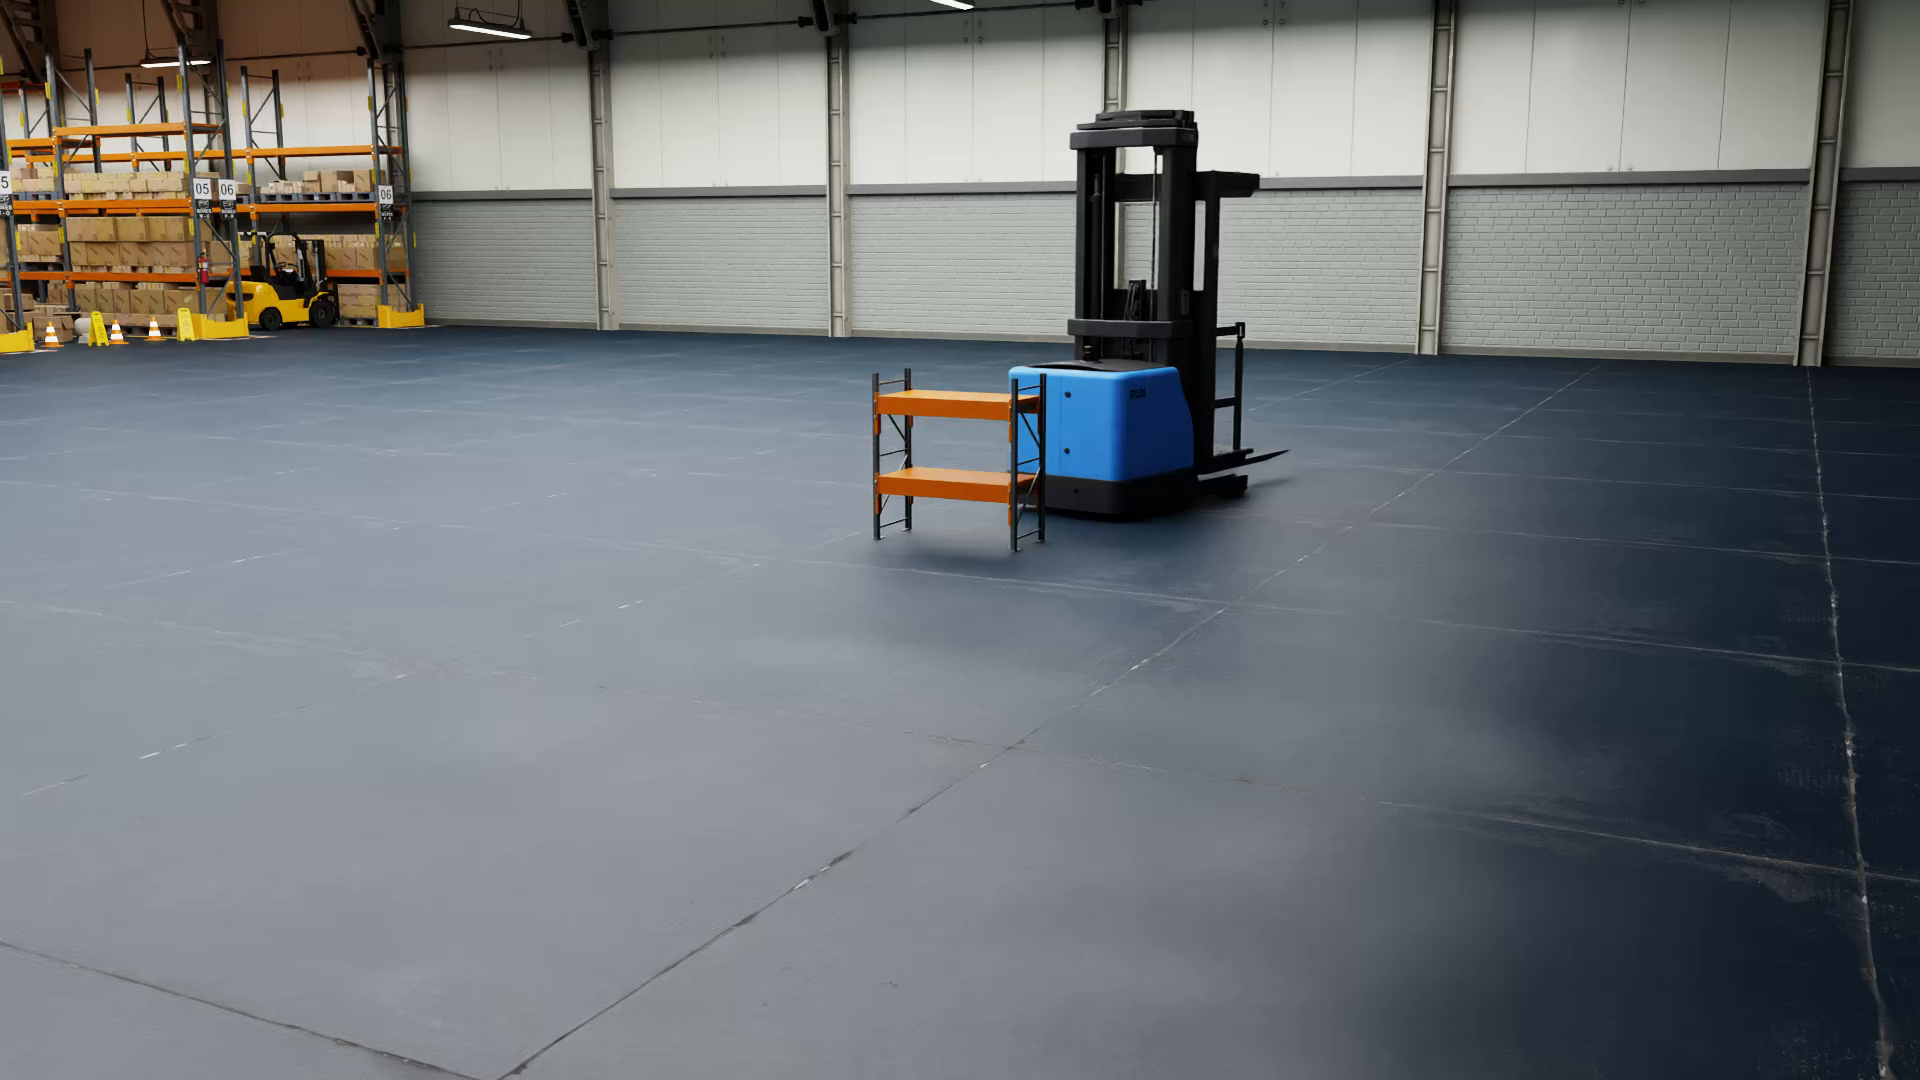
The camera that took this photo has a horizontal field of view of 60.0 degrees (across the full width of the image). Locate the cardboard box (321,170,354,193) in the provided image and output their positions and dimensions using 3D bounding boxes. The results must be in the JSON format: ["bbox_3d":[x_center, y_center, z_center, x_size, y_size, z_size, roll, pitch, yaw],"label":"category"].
[{"bbox_3d":[-14.405,-8.332,38.681,0.500,0.500,0.700,5,11,26],"label":"cardboard box"}]

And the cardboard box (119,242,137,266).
[{"bbox_3d":[-17.168,-5.983,34.748,0.500,0.500,0.500,5,11,26],"label":"cardboard box"}]

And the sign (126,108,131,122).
[{"bbox_3d":[-20.432,-10.452,40.867,0.005,0.325,0.100,5,11,26],"label":"sign"}]

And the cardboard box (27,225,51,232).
[{"bbox_3d":[-19.944,-6.754,36.011,0.250,0.149,0.380,5,11,24],"label":"cardboard box"}]

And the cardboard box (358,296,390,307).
[{"bbox_3d":[-13.601,-5.546,38.590,0.500,0.250,0.500,5,11,25],"label":"cardboard box"}]

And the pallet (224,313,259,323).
[{"bbox_3d":[-17.291,-5.453,40.768,1.213,0.211,1.003,5,11,26],"label":"pallet"}]

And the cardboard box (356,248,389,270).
[{"bbox_3d":[-13.584,-6.504,38.465,0.500,0.500,0.500,5,11,25],"label":"cardboard box"}]

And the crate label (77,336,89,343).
[{"bbox_3d":[-17.094,-3.932,32.573,0.298,0.136,0.250,-1,10,-4],"label":"crate label"}]

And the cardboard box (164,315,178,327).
[{"bbox_3d":[-16.085,-4.541,34.442,0.500,0.250,0.500,5,11,26],"label":"cardboard box"}]

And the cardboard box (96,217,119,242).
[{"bbox_3d":[-17.621,-6.511,34.860,0.500,0.500,0.700,5,11,25],"label":"cardboard box"}]

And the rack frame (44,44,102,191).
[{"bbox_3d":[-18.806,-8.932,35.317,0.127,3.000,1.000,5,11,26],"label":"rack frame"}]

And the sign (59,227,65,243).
[{"bbox_3d":[-19.049,-6.461,35.257,0.005,0.325,0.100,5,11,26],"label":"sign"}]

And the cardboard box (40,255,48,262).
[{"bbox_3d":[-19.619,-6.083,35.947,0.250,0.149,0.380,5,11,24],"label":"cardboard box"}]

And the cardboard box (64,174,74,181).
[{"bbox_3d":[-18.668,-7.648,35.110,0.250,0.149,0.380,5,11,25],"label":"cardboard box"}]

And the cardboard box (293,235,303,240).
[{"bbox_3d":[-15.522,-7.138,39.310,0.250,0.149,0.380,5,11,25],"label":"cardboard box"}]

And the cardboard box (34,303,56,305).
[{"bbox_3d":[-20.548,-5.046,36.885,0.625,0.372,0.950,5,12,28],"label":"cardboard box"}]

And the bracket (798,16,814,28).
[{"bbox_3d":[-3.020,-10.411,33.378,0.430,0.232,0.235,5,11,26],"label":"bracket"}]

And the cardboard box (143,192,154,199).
[{"bbox_3d":[-16.566,-7.084,34.234,0.250,0.149,0.380,5,11,25],"label":"cardboard box"}]

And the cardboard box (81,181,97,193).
[{"bbox_3d":[-18.066,-7.411,34.921,0.500,0.250,0.500,5,11,25],"label":"cardboard box"}]

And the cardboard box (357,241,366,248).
[{"bbox_3d":[-13.703,-6.825,38.414,0.250,0.149,0.380,5,12,27],"label":"cardboard box"}]

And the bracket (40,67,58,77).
[{"bbox_3d":[-23.798,-12.237,43.466,0.430,0.232,0.235,5,11,26],"label":"bracket"}]

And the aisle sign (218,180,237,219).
[{"bbox_3d":[-15.026,-6.989,34.125,0.004,0.787,0.394,5,11,26],"label":"aisle sign"}]

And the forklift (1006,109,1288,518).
[{"bbox_3d":[1.632,-1.815,13.031,1.130,2.935,3.031,8,13,36],"label":"forklift"}]

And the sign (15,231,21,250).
[{"bbox_3d":[-17.068,-5.420,30.101,0.005,0.325,0.100,5,11,26],"label":"sign"}]

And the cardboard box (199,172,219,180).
[{"bbox_3d":[-15.448,-7.471,34.129,0.250,0.149,0.380,5,11,25],"label":"cardboard box"}]

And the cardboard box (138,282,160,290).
[{"bbox_3d":[-16.872,-5.288,34.640,0.250,0.149,0.380,6,12,28],"label":"cardboard box"}]

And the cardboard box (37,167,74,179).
[{"bbox_3d":[-19.382,-7.861,35.655,0.500,0.250,0.500,5,12,27],"label":"cardboard box"}]

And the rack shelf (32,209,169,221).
[{"bbox_3d":[-21.994,-8.368,42.642,4.000,0.370,1.077,5,11,26],"label":"rack shelf"}]

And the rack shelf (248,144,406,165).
[{"bbox_3d":[-14.820,-9.017,38.928,4.000,0.370,1.077,5,11,26],"label":"rack shelf"}]

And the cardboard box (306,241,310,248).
[{"bbox_3d":[-15.309,-6.969,39.213,0.250,0.149,0.380,5,11,24],"label":"cardboard box"}]

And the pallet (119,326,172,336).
[{"bbox_3d":[-17.090,-4.465,35.308,1.213,0.211,1.003,5,11,26],"label":"pallet"}]

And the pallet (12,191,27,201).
[{"bbox_3d":[-20.244,-7.511,36.412,1.003,0.211,1.213,5,11,26],"label":"pallet"}]

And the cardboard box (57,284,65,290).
[{"bbox_3d":[-23.301,-6.619,43.400,0.250,0.149,0.380,5,11,24],"label":"cardboard box"}]

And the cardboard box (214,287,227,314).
[{"bbox_3d":[-17.779,-5.913,40.969,0.625,0.625,0.875,5,11,25],"label":"cardboard box"}]

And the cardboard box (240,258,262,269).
[{"bbox_3d":[-17.181,-6.698,40.235,0.500,0.250,0.500,5,12,27],"label":"cardboard box"}]

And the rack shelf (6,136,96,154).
[{"bbox_3d":[-20.600,-8.539,36.287,4.000,0.370,1.077,5,11,26],"label":"rack shelf"}]

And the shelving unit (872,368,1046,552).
[{"bbox_3d":[-0.006,-0.554,11.133,1.048,1.125,0.538,5,11,26],"label":"shelving unit"}]

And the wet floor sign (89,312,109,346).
[{"bbox_3d":[-16.417,-4.022,31.642,0.232,0.644,0.267,3,11,16],"label":"wet floor sign"}]

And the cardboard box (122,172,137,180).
[{"bbox_3d":[-17.043,-7.505,34.319,0.250,0.149,0.380,5,12,27],"label":"cardboard box"}]

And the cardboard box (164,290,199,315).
[{"bbox_3d":[-16.053,-4.909,34.369,0.500,0.500,0.500,5,11,26],"label":"cardboard box"}]

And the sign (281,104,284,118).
[{"bbox_3d":[-16.346,-10.350,40.081,0.005,0.325,0.100,5,11,26],"label":"sign"}]

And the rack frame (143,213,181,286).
[{"bbox_3d":[-20.201,-7.089,41.975,0.127,3.000,1.000,5,11,26],"label":"rack frame"}]

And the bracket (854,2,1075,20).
[{"bbox_3d":[0.050,-10.141,31.887,4.783,0.066,0.076,5,11,26],"label":"bracket"}]

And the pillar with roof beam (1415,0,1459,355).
[{"bbox_3d":[6.366,-7.030,24.807,0.400,9.000,9.100,5,11,26],"label":"pillar with roof beam"}]

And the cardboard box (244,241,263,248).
[{"bbox_3d":[-17.018,-7.133,40.119,0.250,0.149,0.380,5,12,28],"label":"cardboard box"}]

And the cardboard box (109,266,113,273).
[{"bbox_3d":[-17.705,-5.712,35.074,0.250,0.149,0.380,5,11,26],"label":"cardboard box"}]

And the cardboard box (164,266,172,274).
[{"bbox_3d":[-16.146,-5.563,34.249,0.250,0.149,0.380,5,11,25],"label":"cardboard box"}]

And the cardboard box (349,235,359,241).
[{"bbox_3d":[-13.922,-6.998,38.538,0.250,0.149,0.380,5,12,27],"label":"cardboard box"}]

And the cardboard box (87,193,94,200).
[{"bbox_3d":[-18.154,-7.238,35.081,0.250,0.149,0.380,5,11,26],"label":"cardboard box"}]
